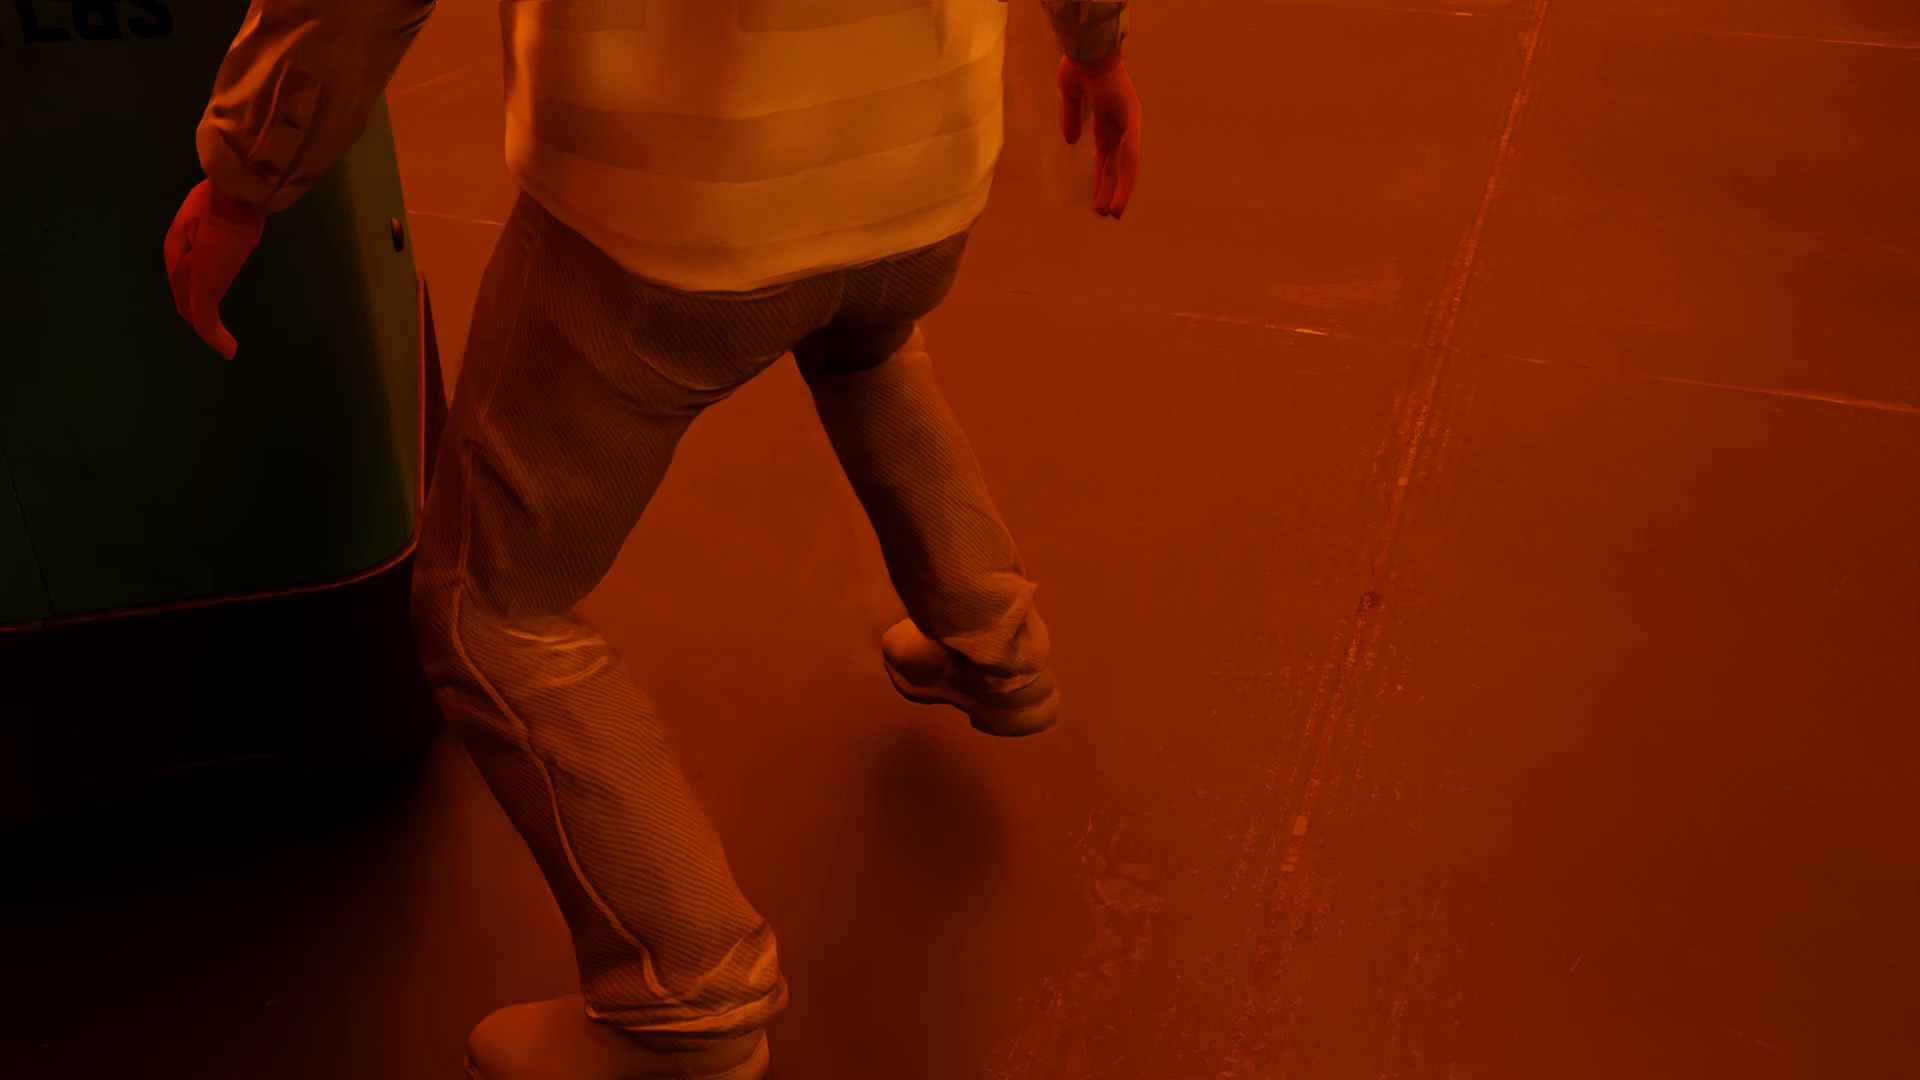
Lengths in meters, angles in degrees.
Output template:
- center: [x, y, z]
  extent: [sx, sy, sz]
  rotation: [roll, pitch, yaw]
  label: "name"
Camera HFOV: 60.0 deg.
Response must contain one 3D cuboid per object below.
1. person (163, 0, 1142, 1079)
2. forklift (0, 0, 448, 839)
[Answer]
- center: [-0.212, -0.364, 1.476]
  extent: [0.916, 1.671, 0.593]
  rotation: [-20, 35, -31]
  label: "person"
- center: [-2.180, -1.014, 1.316]
  extent: [3.031, 2.935, 1.130]
  rotation: [-8, 30, -14]
  label: "forklift"
